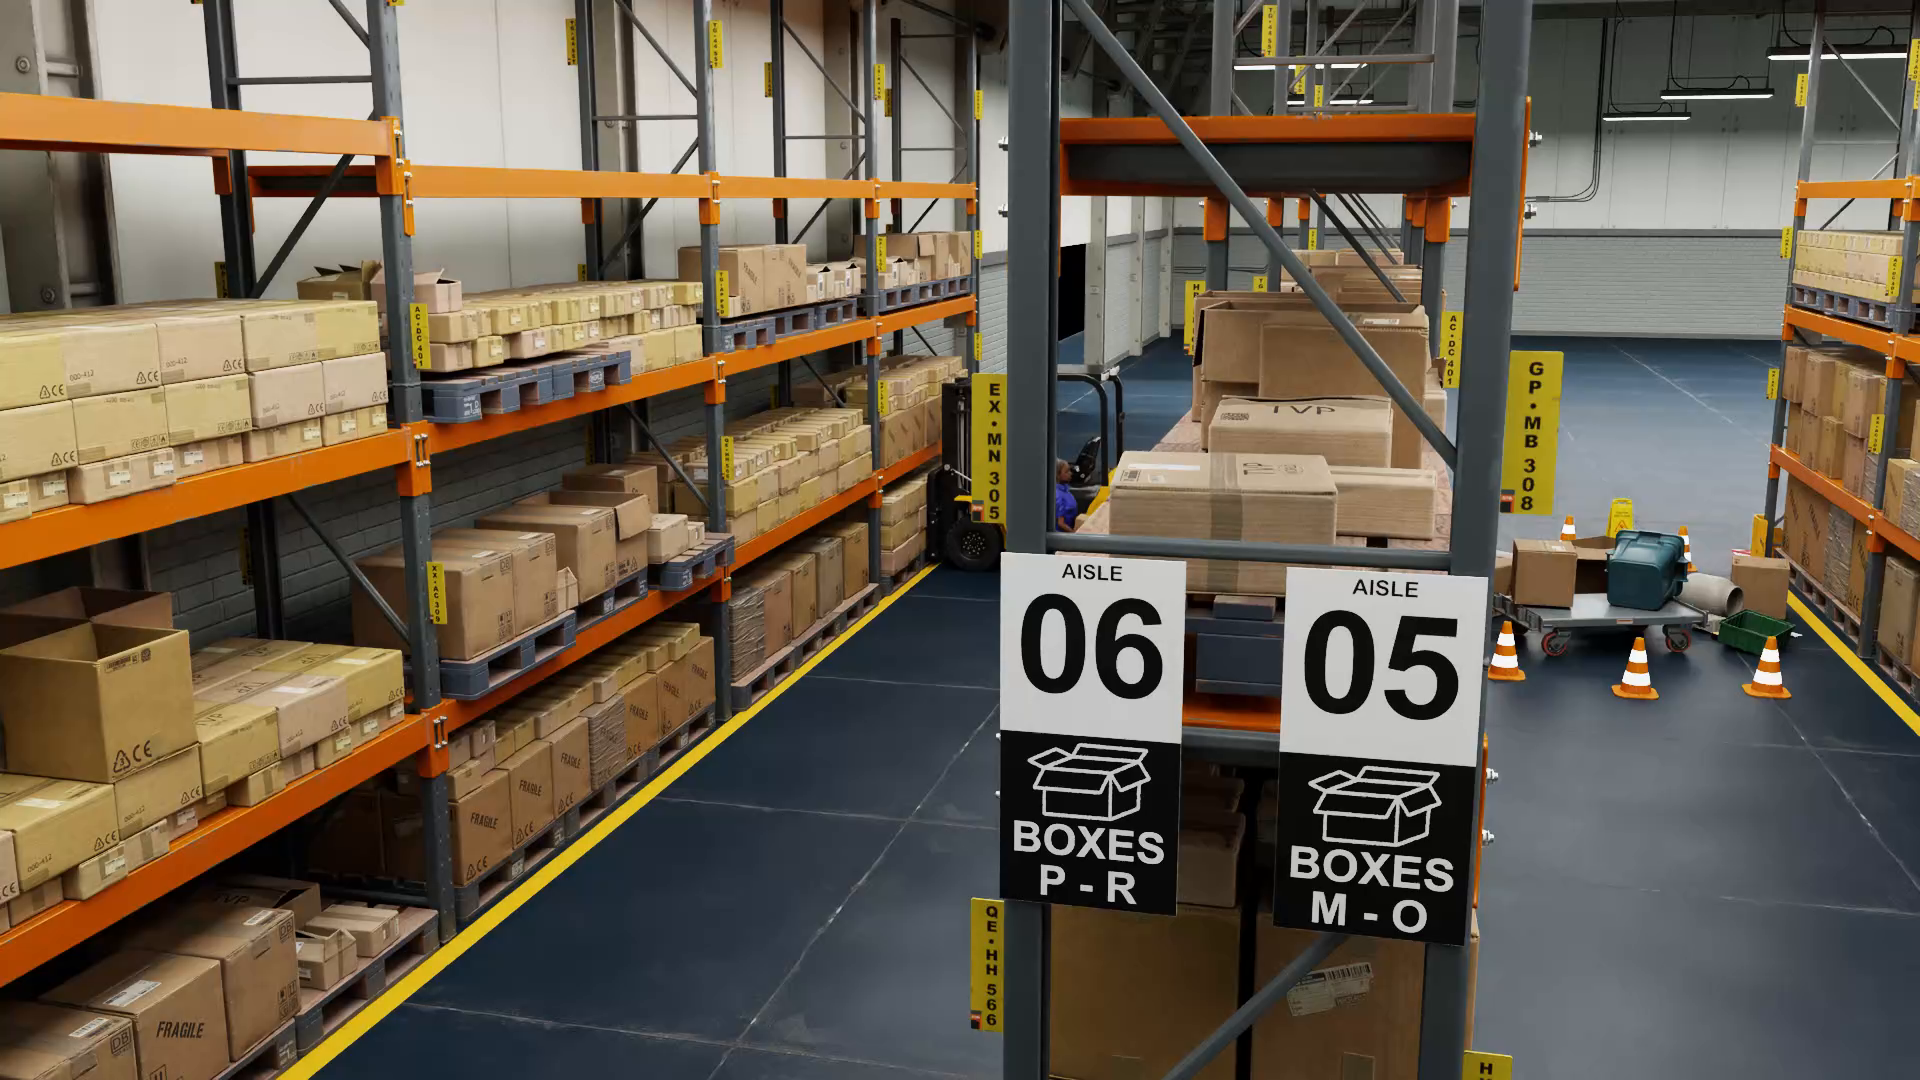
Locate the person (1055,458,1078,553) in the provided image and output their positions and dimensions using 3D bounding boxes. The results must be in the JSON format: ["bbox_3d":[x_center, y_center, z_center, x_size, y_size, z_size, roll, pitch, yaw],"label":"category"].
[{"bbox_3d":[1.000,0.083,15.082,0.503,1.654,0.450,3,12,14],"label":"person"}]
